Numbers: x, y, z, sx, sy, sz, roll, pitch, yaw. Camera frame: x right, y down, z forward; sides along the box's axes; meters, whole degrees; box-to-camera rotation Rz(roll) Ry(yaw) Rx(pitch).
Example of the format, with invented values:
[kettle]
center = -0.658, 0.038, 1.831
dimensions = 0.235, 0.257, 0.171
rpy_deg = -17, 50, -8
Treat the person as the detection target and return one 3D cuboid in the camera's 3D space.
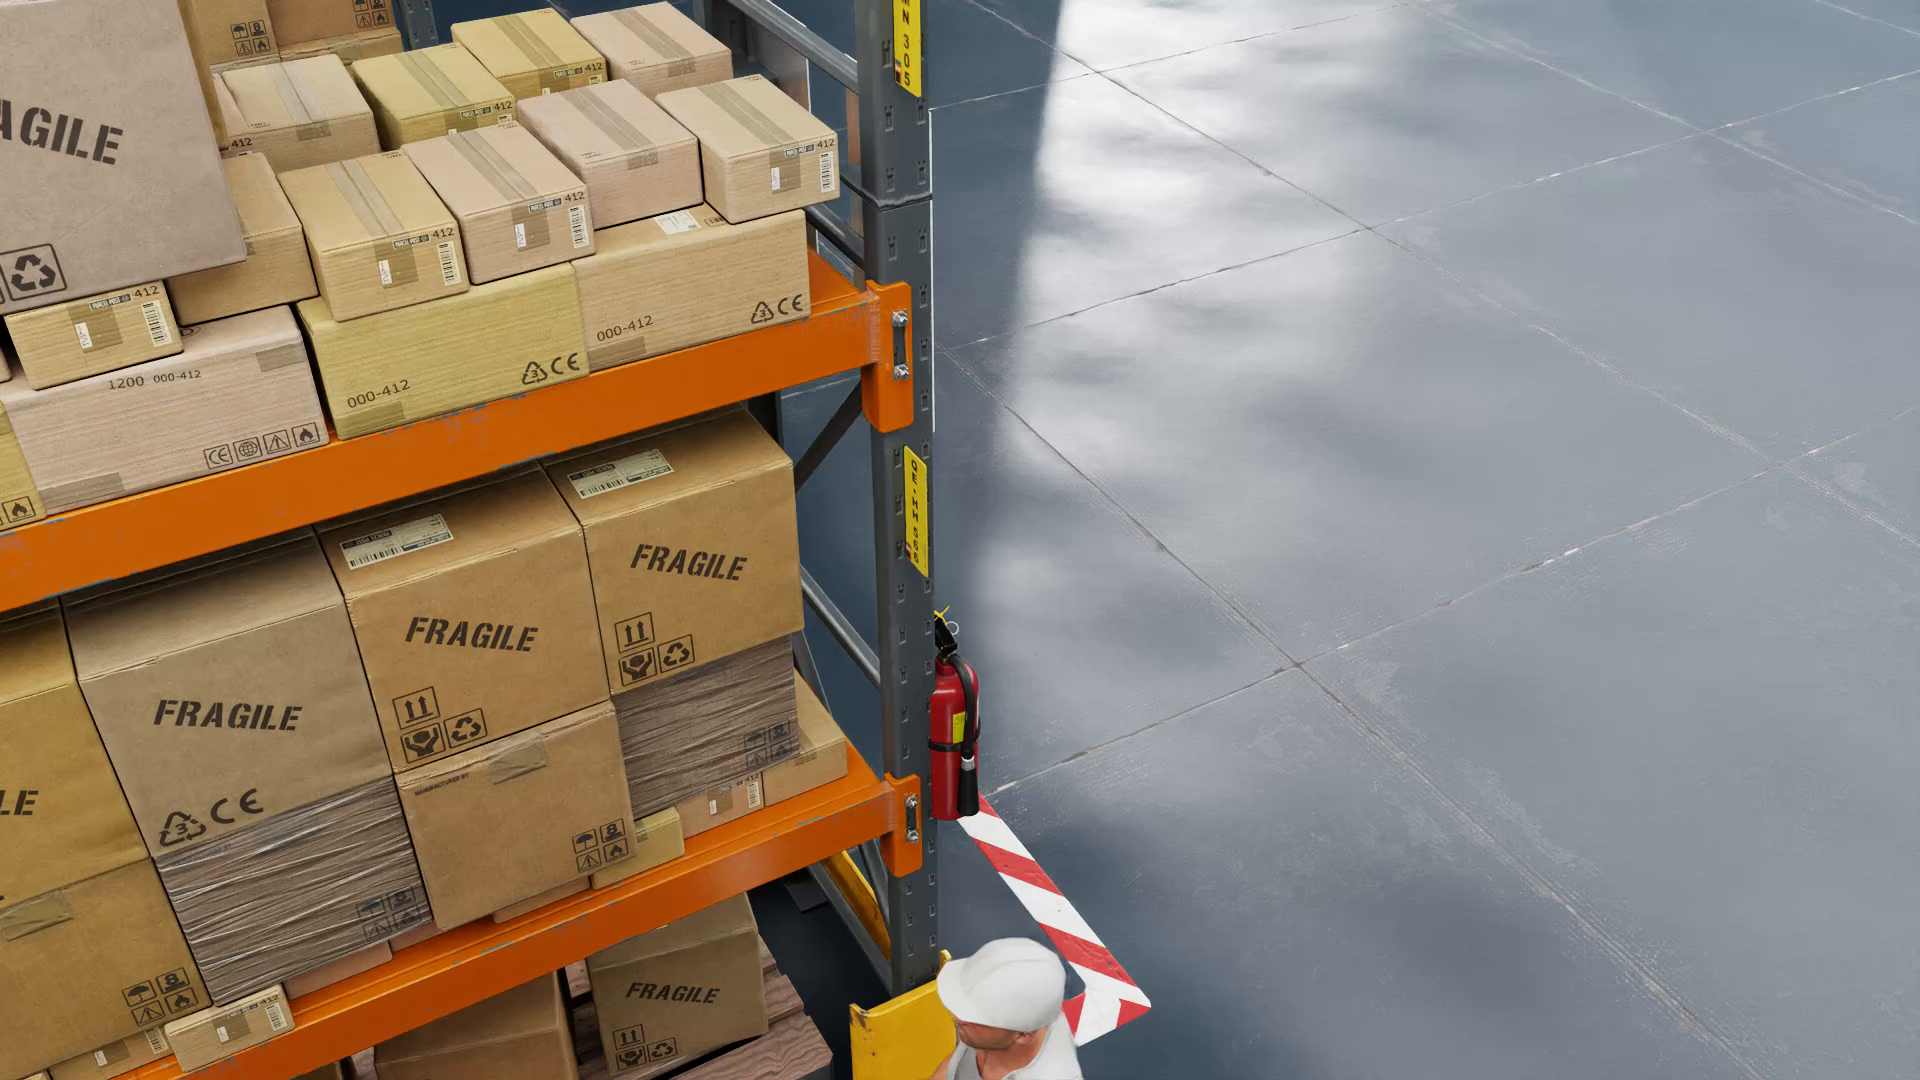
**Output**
[person]
center = 0.019, 1.583, 3.985
dimensions = 0.520, 1.793, 0.526
rpy_deg = -6, 37, -8
